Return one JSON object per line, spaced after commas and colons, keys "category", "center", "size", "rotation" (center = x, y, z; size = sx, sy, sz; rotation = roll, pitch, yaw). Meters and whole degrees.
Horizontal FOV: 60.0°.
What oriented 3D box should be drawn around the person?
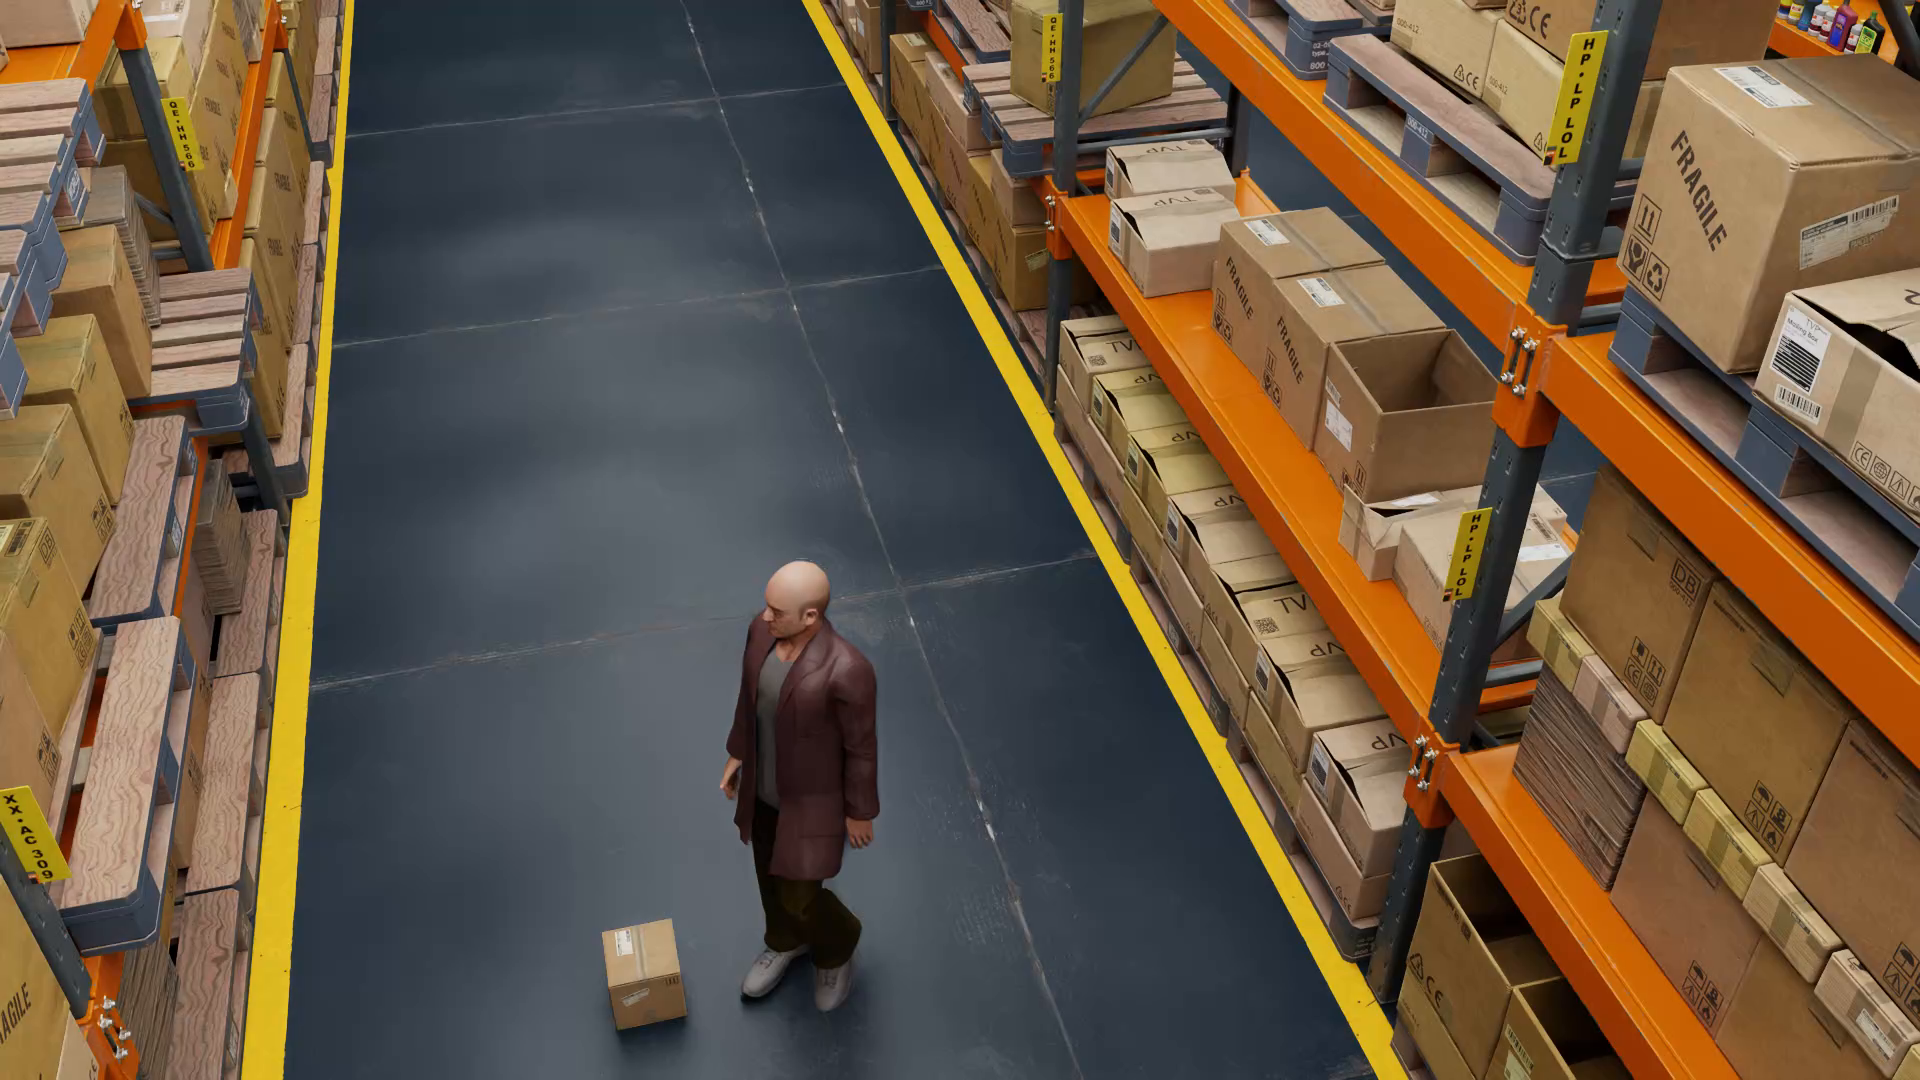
{"category": "person", "center": [-0.585, 0.876, 5.609], "size": [0.623, 1.830, 0.505], "rotation": [31, 47, 34]}
